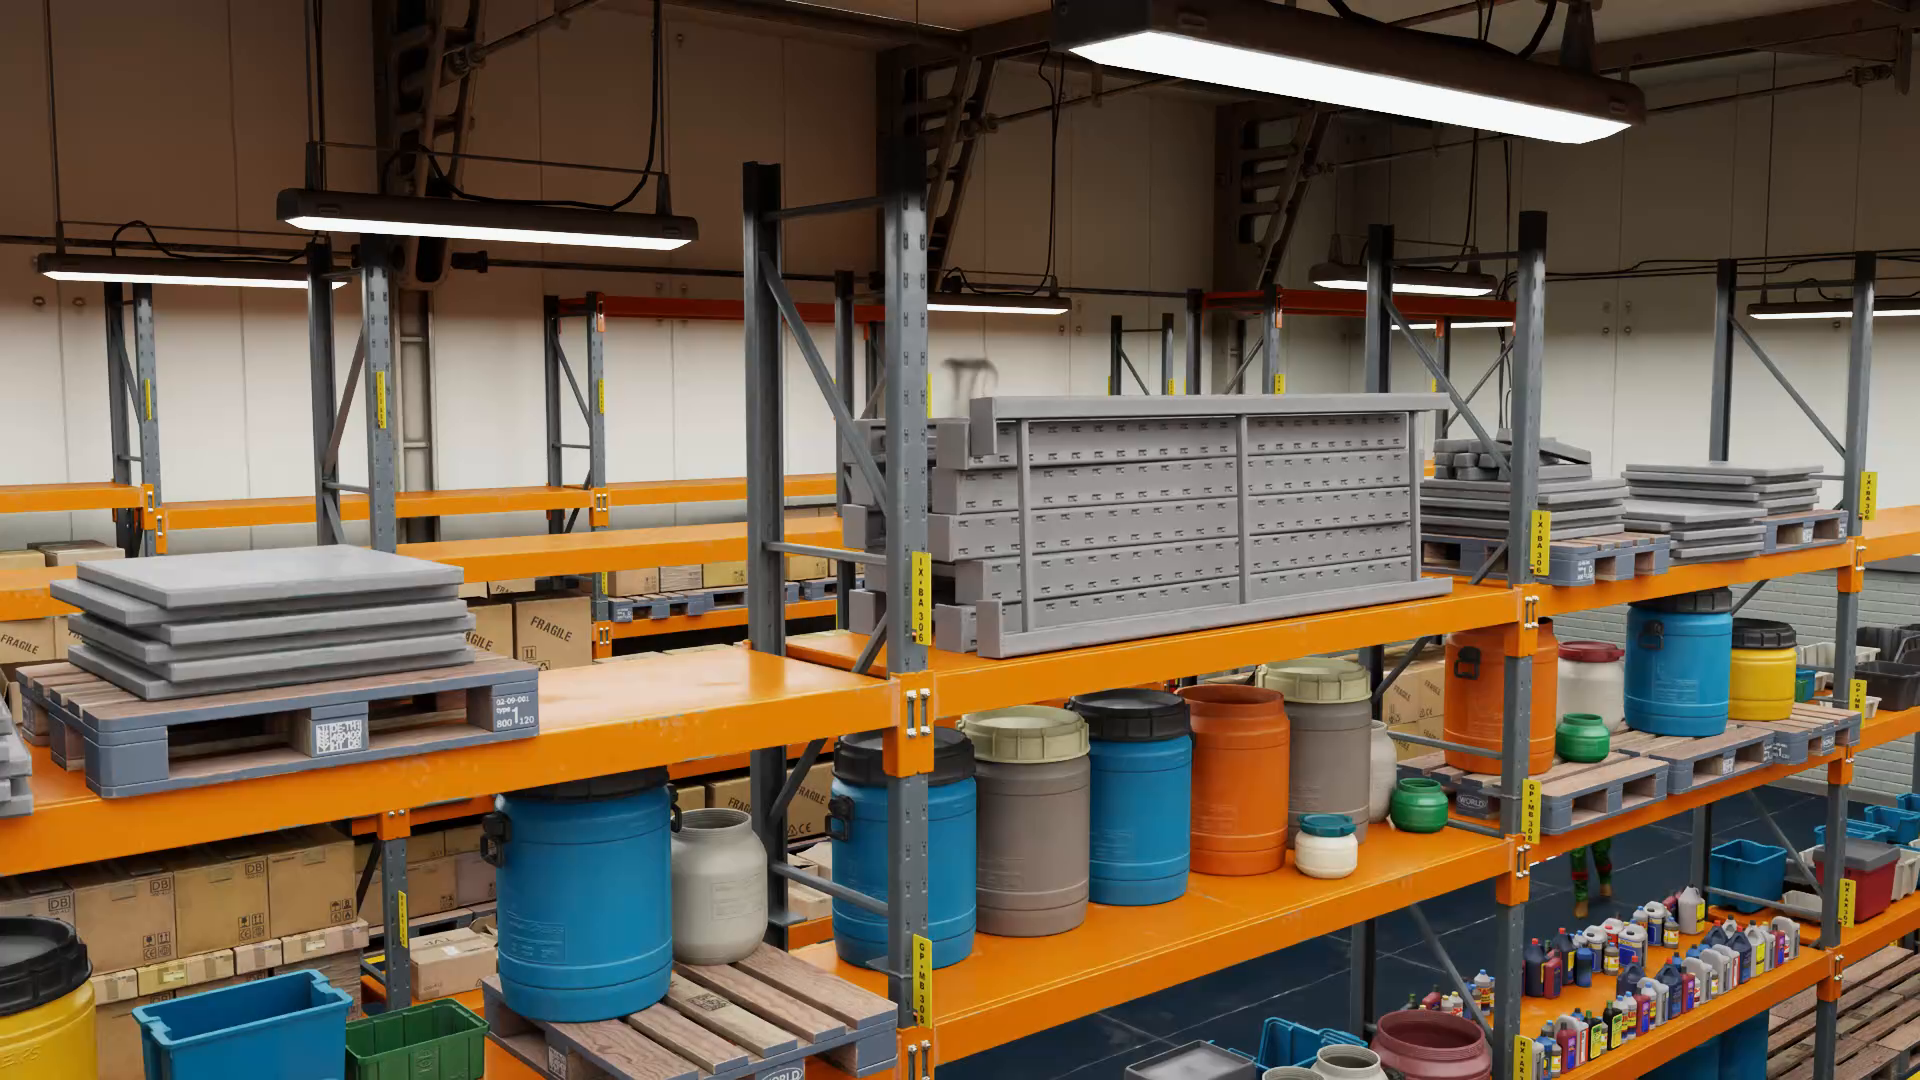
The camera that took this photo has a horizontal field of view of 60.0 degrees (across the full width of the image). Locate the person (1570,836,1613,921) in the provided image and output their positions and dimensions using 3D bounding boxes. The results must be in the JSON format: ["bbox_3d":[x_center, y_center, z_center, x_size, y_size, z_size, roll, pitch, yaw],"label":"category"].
[{"bbox_3d":[6.179,2.726,16.256,0.682,1.795,0.942,3,6,29],"label":"person"}]
